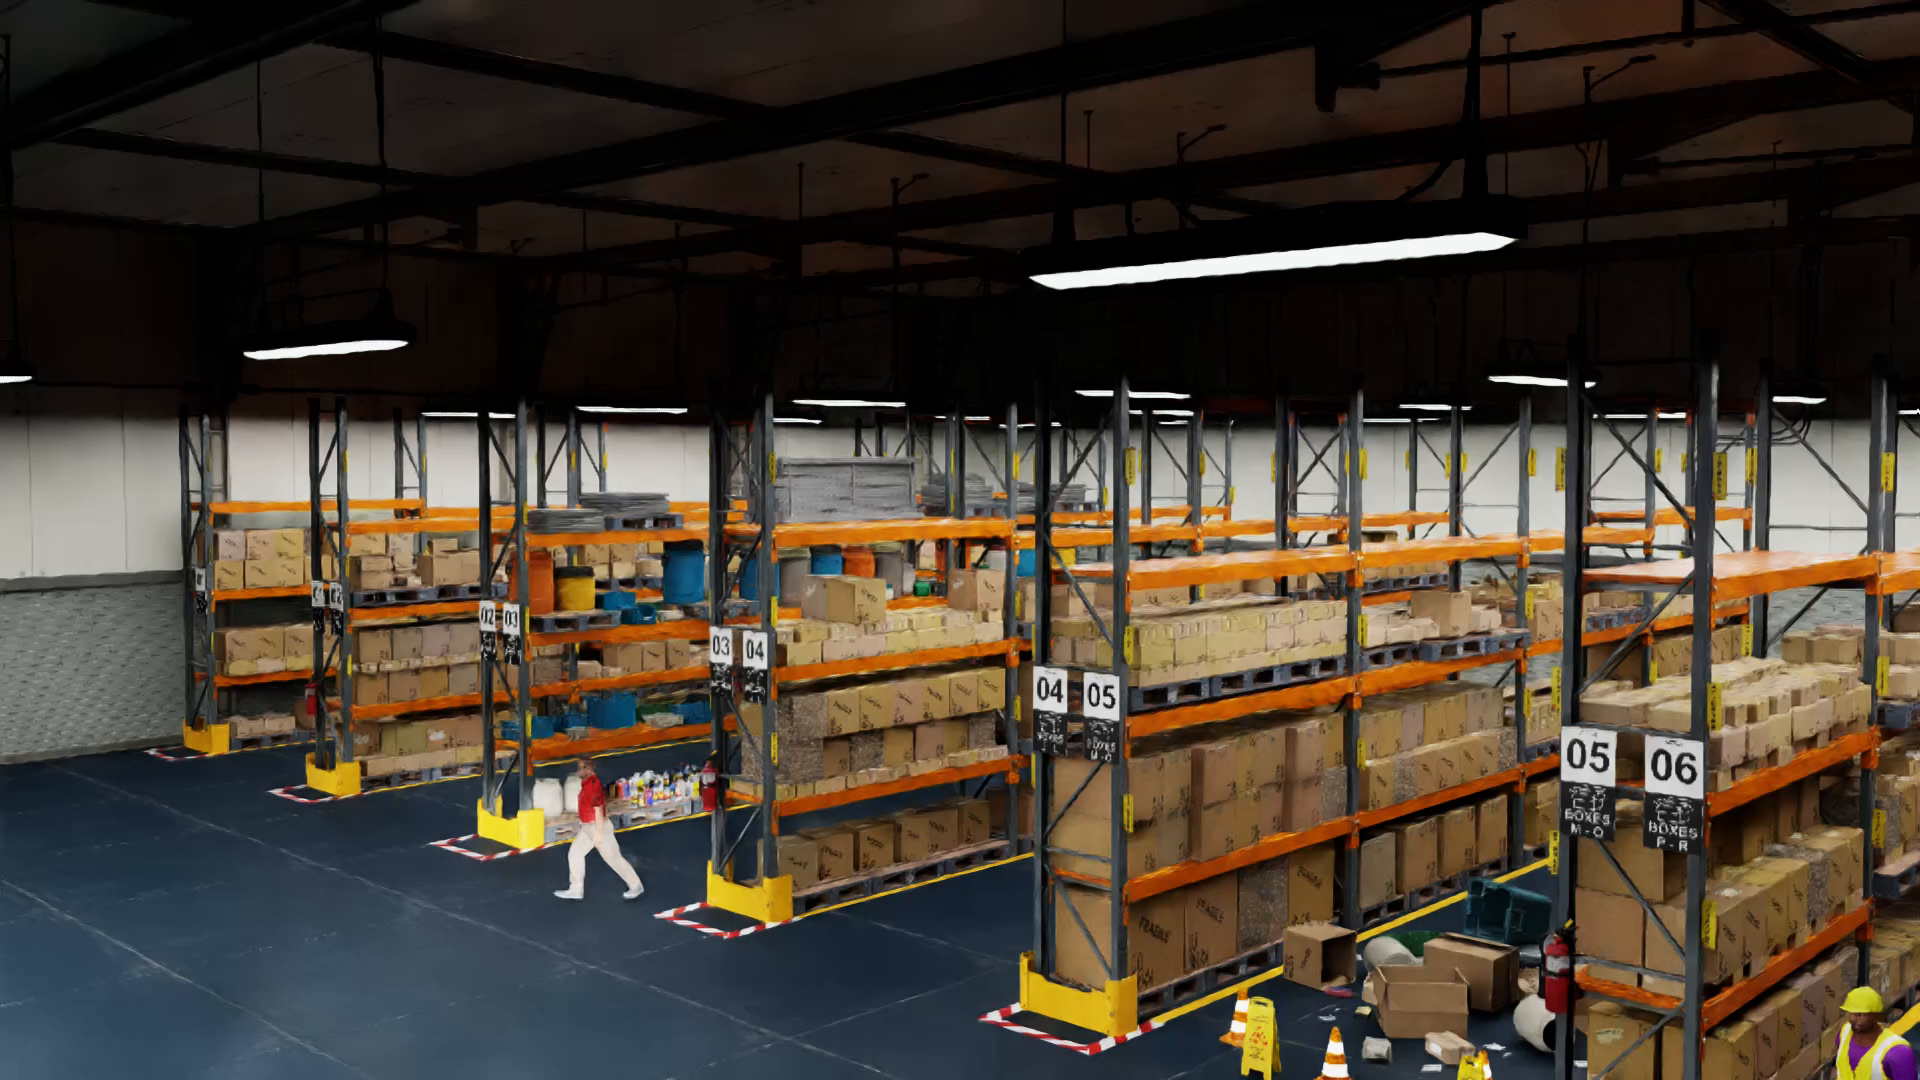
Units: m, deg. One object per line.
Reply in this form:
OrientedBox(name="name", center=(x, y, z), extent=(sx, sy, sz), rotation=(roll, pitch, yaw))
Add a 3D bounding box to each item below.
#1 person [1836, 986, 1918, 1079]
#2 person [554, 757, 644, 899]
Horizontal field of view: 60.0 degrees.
OrientedBox(name="person", center=(5.963, 3.743, 10.814), extent=(0.971, 1.711, 0.618), rotation=(-1, 3, -26))
OrientedBox(name="person", center=(-4.161, 3.320, 19.173), extent=(0.974, 1.661, 0.584), rotation=(-1, 3, -25))
